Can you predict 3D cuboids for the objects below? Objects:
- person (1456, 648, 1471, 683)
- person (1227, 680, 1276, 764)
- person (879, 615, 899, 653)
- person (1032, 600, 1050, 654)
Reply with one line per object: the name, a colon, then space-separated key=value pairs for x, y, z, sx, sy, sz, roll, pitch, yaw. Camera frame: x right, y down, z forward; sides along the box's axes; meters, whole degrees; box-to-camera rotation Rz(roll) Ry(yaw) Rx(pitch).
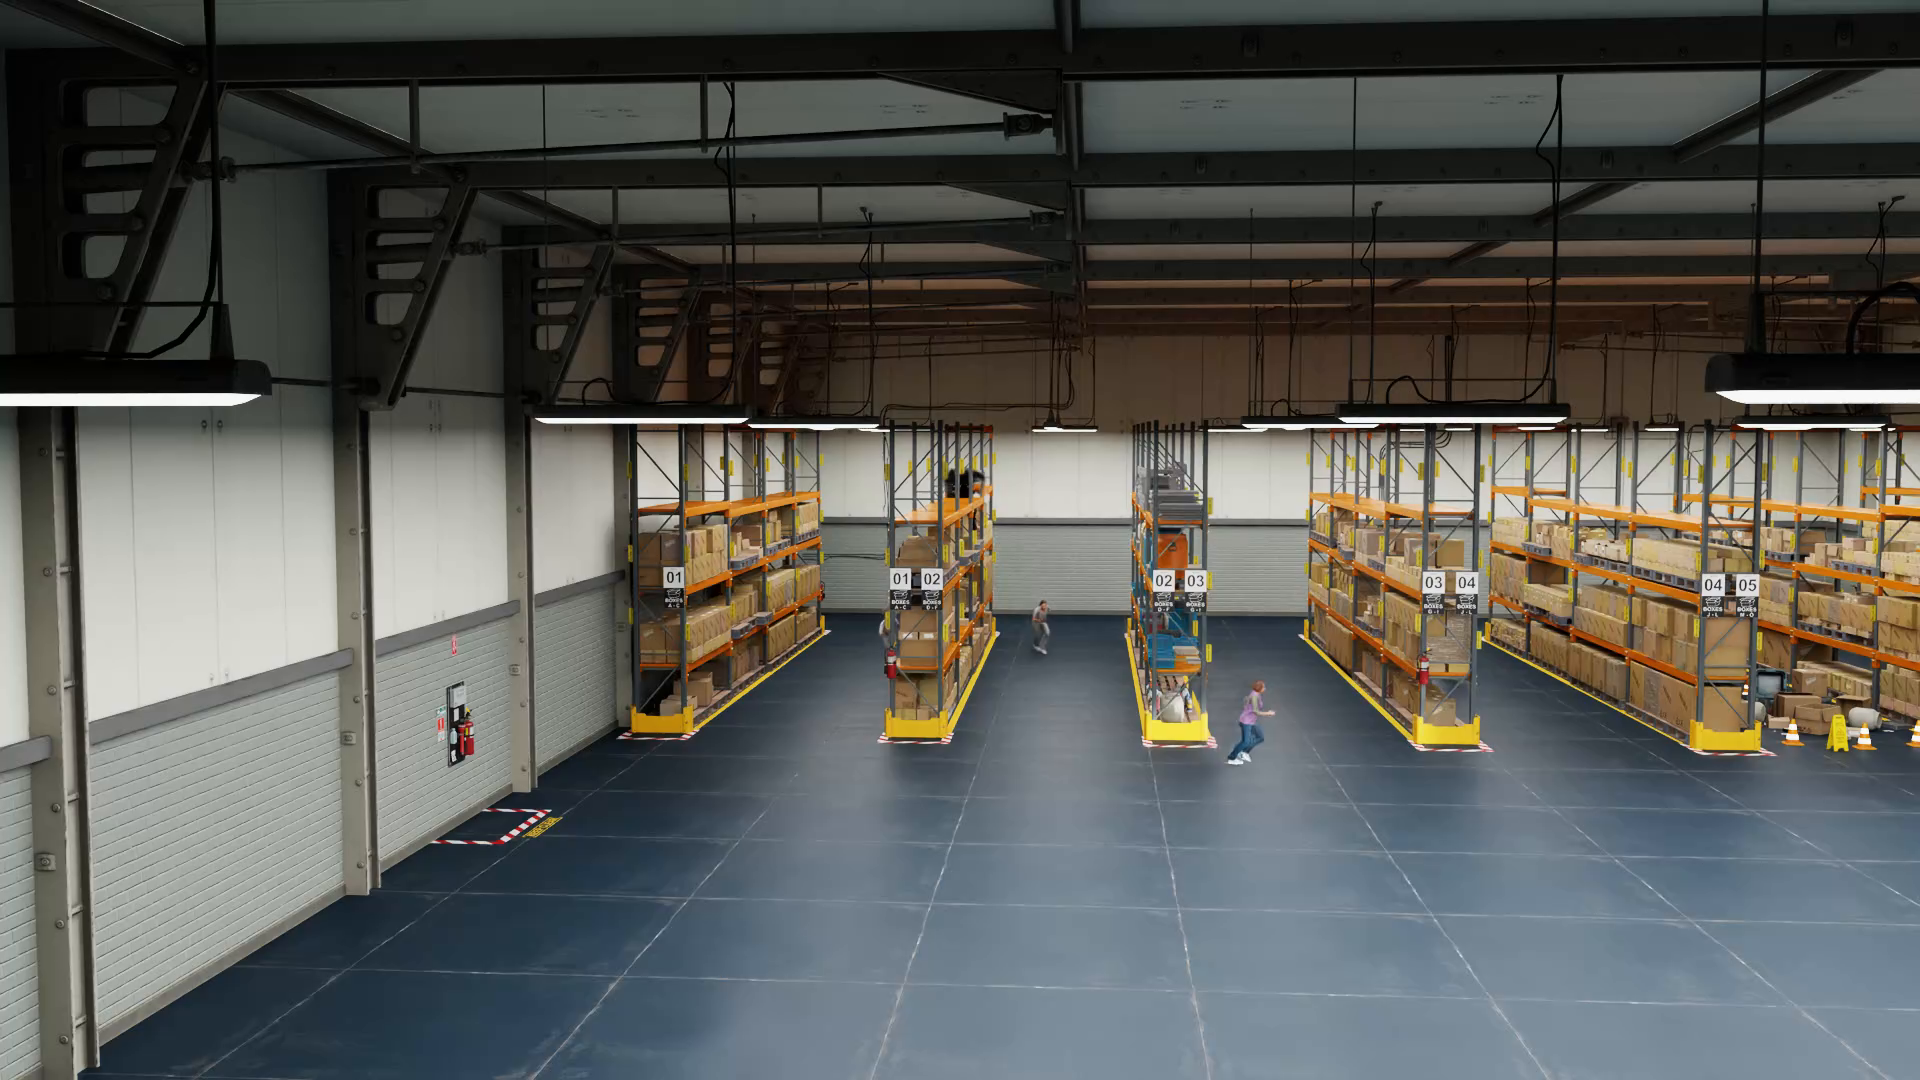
person: x=11.504 y=2.443 z=38.439 sx=0.778 sy=1.688 sz=0.574 roll=1 pitch=4 yaw=18
person: x=5.037 y=3.148 z=28.719 sx=0.832 sy=1.493 sz=0.528 roll=1 pitch=4 yaw=22
person: x=-1.748 y=2.450 z=41.074 sx=0.511 sy=1.329 sz=0.939 roll=0 pitch=4 yaw=-6
person: x=2.055 y=2.258 z=43.795 sx=0.563 sy=1.424 sz=1.081 roll=-1 pitch=4 yaw=-22
